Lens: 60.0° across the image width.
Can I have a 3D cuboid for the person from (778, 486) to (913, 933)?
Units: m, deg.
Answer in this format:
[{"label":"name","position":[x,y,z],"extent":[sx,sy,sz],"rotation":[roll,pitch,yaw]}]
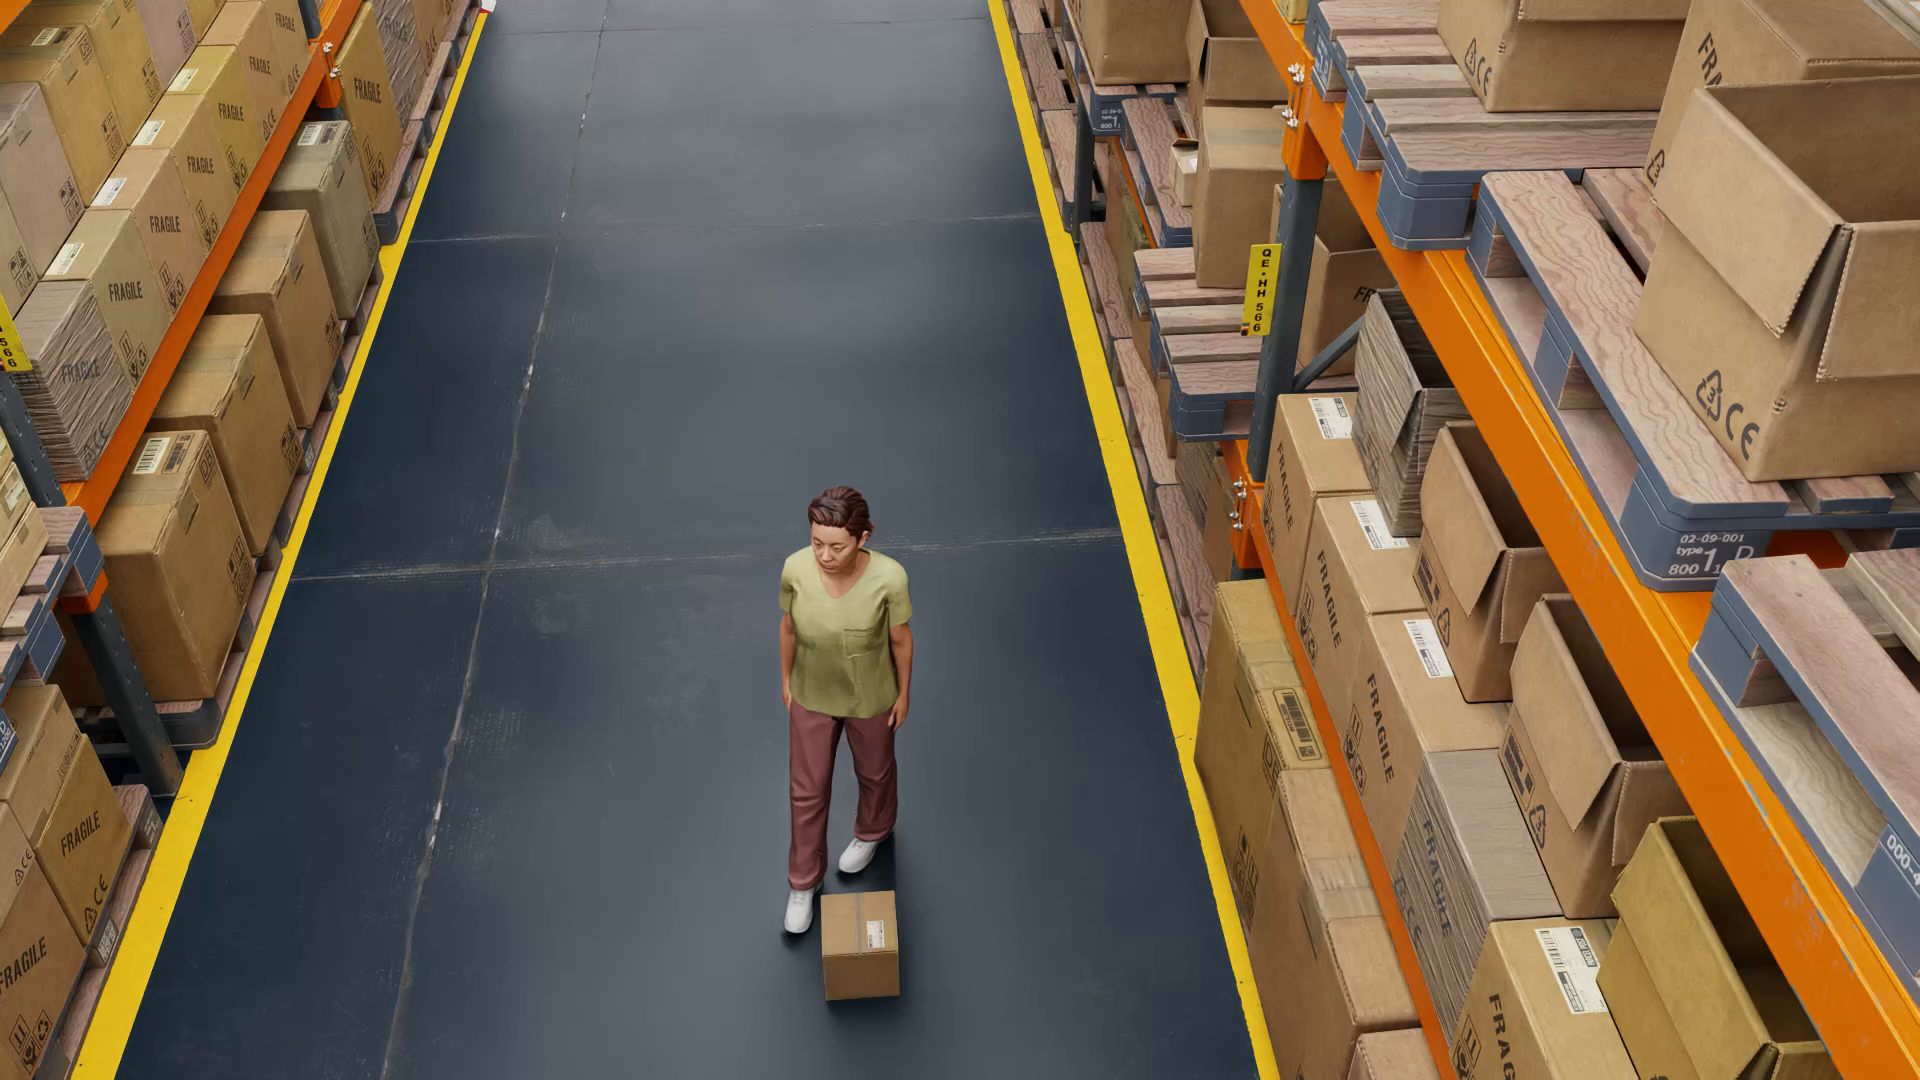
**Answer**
[{"label":"person","position":[-0.392,0.571,5.452],"extent":[0.446,1.664,0.589],"rotation":[5,40,6]}]
